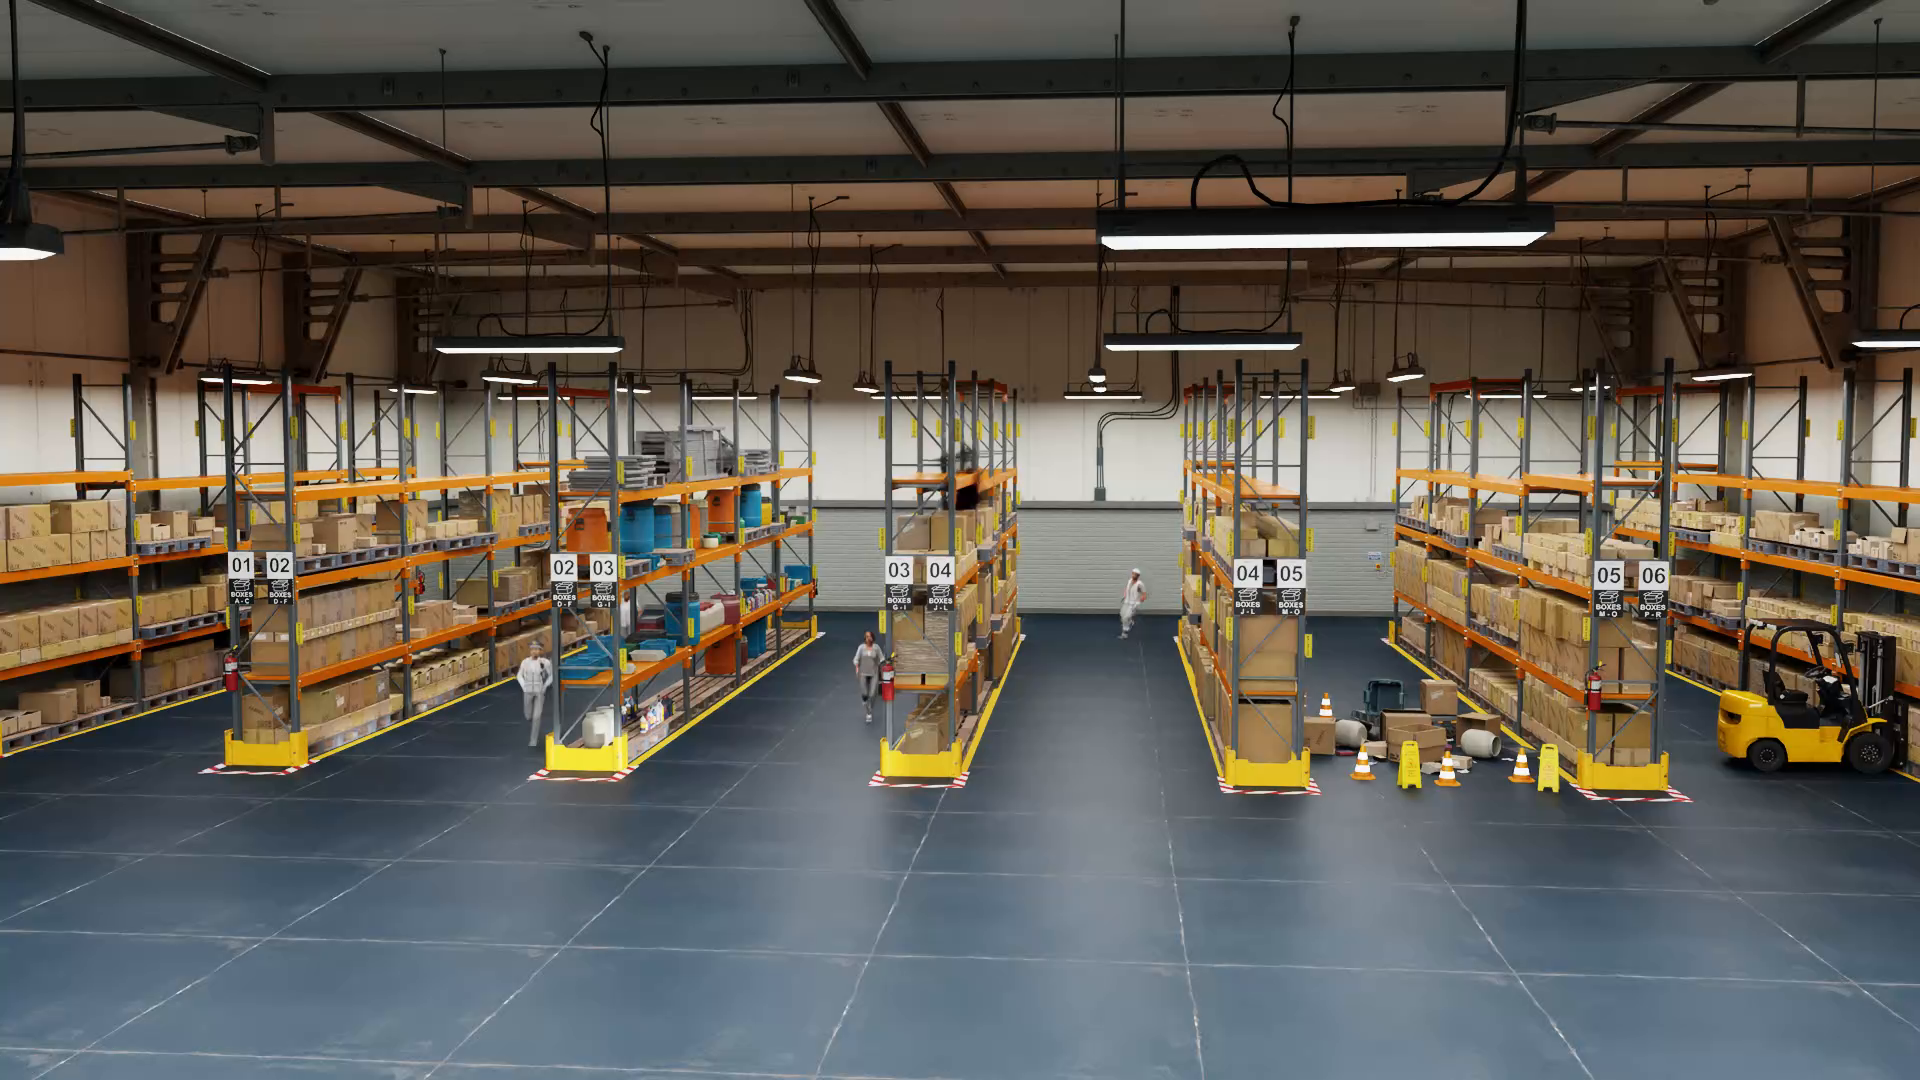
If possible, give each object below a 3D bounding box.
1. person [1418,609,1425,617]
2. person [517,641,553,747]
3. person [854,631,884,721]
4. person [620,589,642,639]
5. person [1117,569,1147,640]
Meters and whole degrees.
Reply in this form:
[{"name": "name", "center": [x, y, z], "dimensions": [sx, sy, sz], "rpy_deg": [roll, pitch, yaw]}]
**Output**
[{"name": "person", "center": [11.300, 1.499, 40.249], "dimensions": [0.739, 1.746, 0.692], "rpy_deg": [-3, 5, -40]}, {"name": "person", "center": [-6.755, 2.421, 26.523], "dimensions": [0.611, 1.670, 0.720], "rpy_deg": [0, 4, -4]}, {"name": "person", "center": [-1.572, 2.354, 28.781], "dimensions": [0.537, 1.541, 0.549], "rpy_deg": [0, 4, -3]}, {"name": "person", "center": [-7.136, 1.854, 35.730], "dimensions": [0.607, 1.642, 0.674], "rpy_deg": [0, 4, -7]}, {"name": "person", "center": [4.143, 1.535, 39.725], "dimensions": [0.602, 1.711, 0.698], "rpy_deg": [-4, 5, -45]}]
